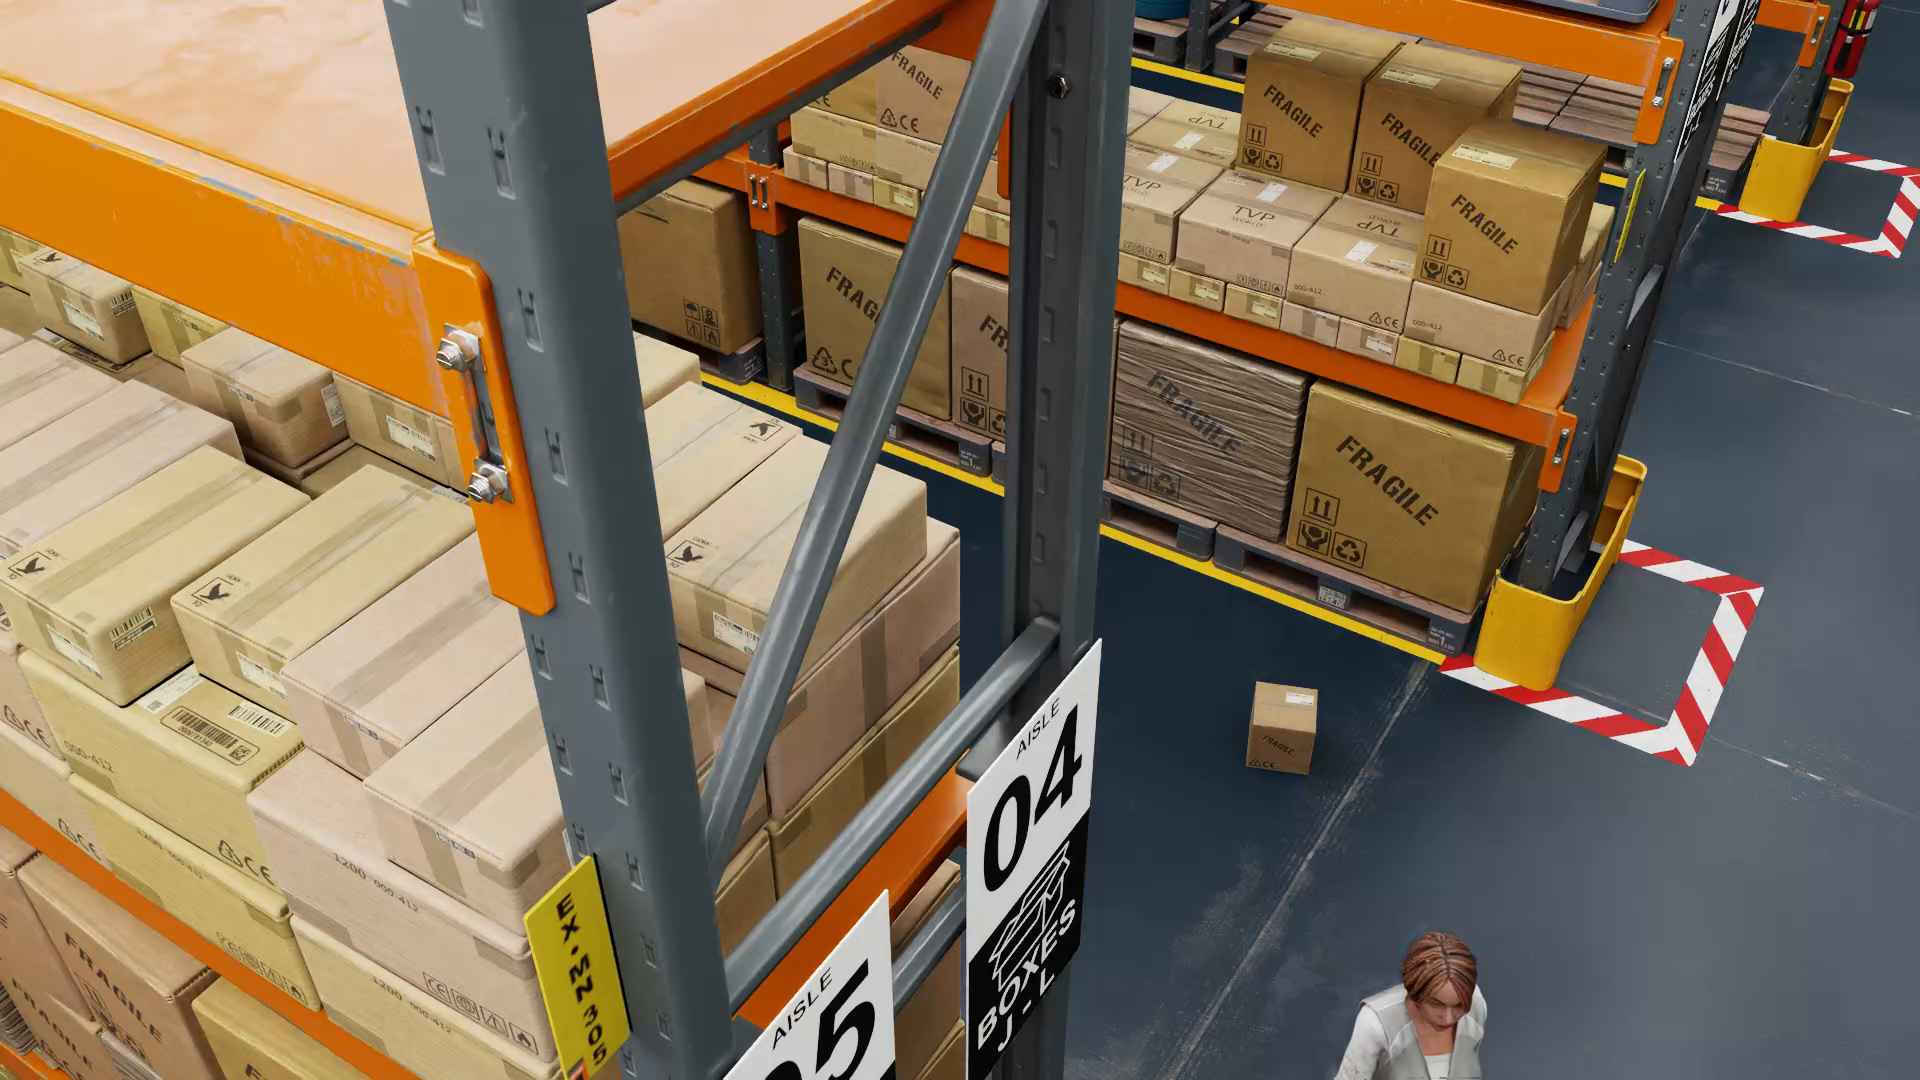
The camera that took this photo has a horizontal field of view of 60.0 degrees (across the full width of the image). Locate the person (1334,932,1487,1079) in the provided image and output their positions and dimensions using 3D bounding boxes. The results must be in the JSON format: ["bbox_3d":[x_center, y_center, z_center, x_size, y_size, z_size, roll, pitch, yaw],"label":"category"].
[{"bbox_3d":[1.199,1.634,4.640,0.427,1.532,0.952,-3,39,-3],"label":"person"}]
